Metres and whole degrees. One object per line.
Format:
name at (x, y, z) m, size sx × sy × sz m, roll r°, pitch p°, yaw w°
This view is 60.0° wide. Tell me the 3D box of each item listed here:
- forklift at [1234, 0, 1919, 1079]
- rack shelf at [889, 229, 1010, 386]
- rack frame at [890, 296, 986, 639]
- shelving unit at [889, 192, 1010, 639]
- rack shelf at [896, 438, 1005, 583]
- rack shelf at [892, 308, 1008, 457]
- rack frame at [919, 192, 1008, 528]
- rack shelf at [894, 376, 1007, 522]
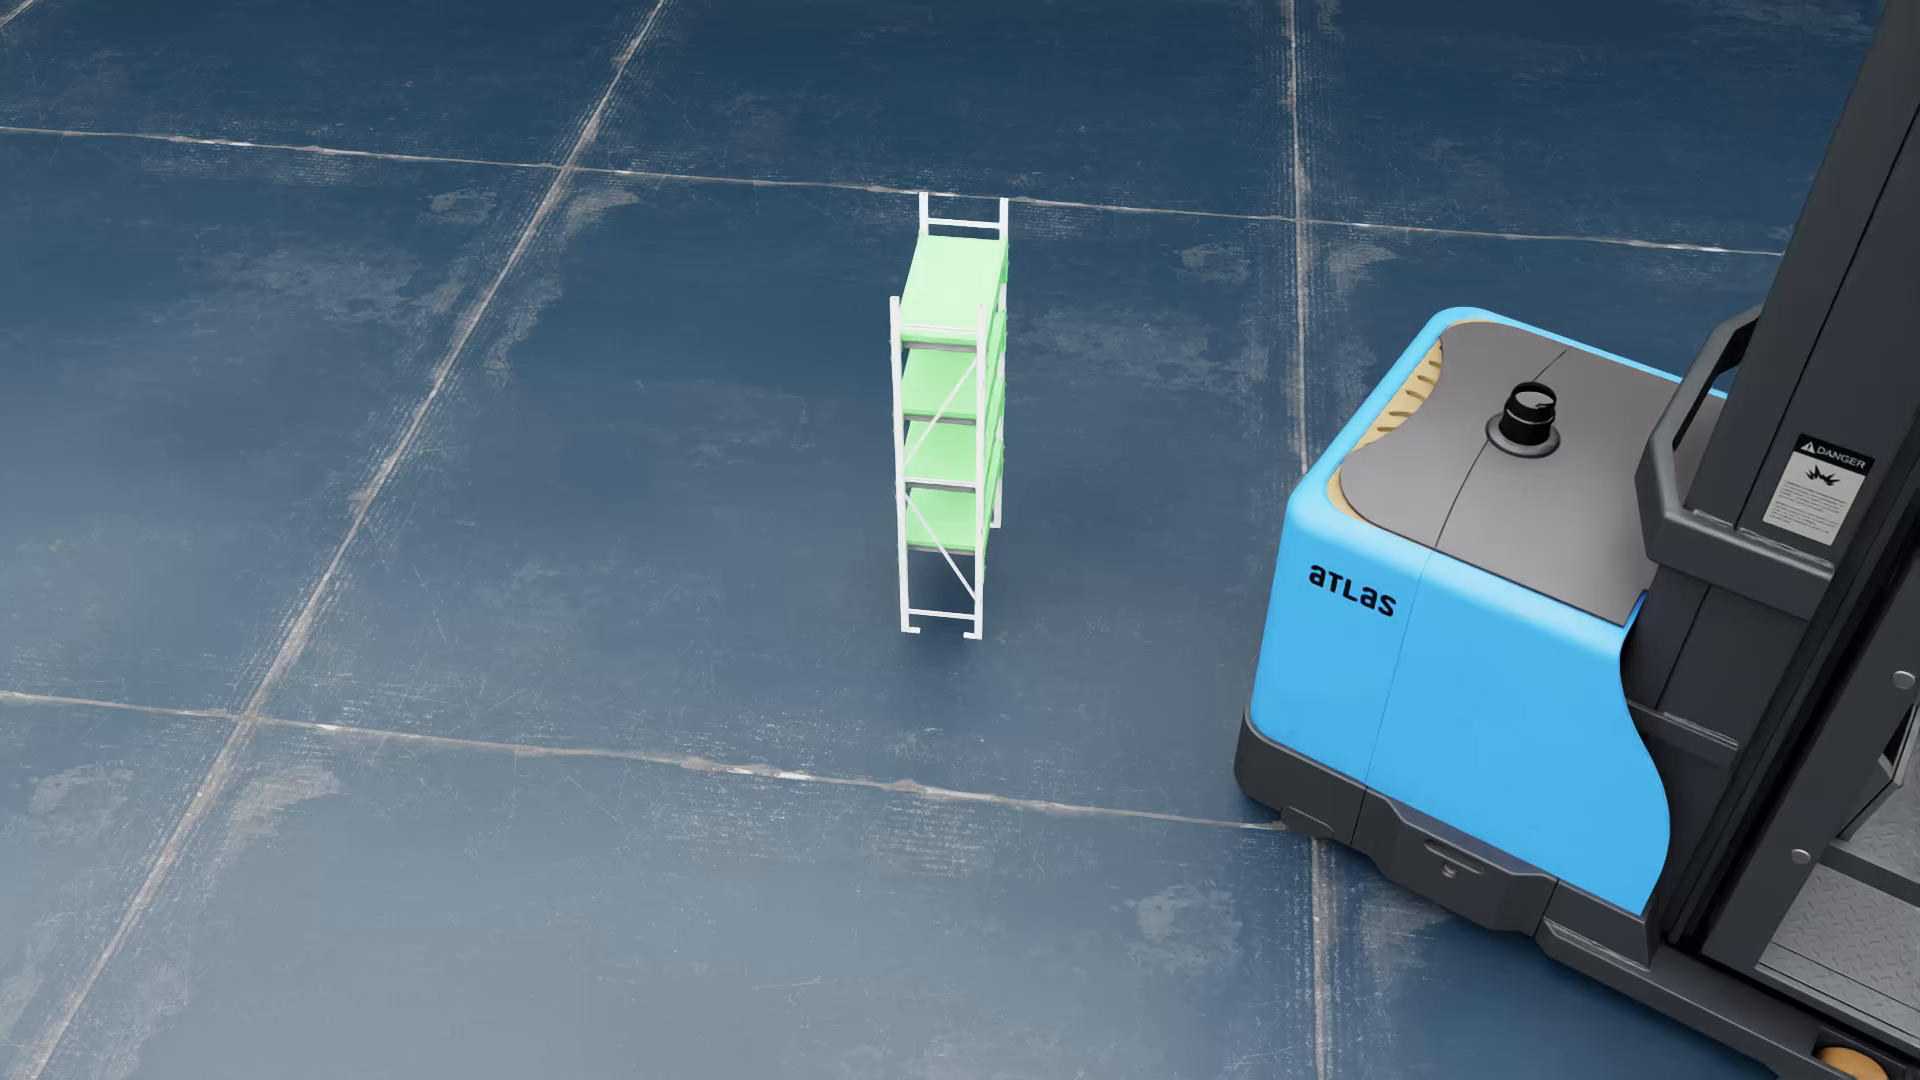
forklift at (2.245, -0.078, 3.201) m, size 3.031 × 2.935 × 1.130 m, roll 25°, pitch 49°, yaw 24°
rack shelf at (-0.022, -0.625, 4.432) m, size 0.258 × 0.148 × 0.480 m, roll 5°, pitch 44°, yaw 6°
rack frame at (-0.054, -0.157, 4.543) m, size 0.240 × 1.200 × 0.015 m, roll 5°, pitch 44°, yaw 6°
shelving unit at (-0.022, -0.323, 4.718) m, size 0.258 × 1.200 × 0.503 m, roll 5°, pitch 44°, yaw 6°
rack shelf at (-0.022, -0.102, 4.927) m, size 0.258 × 0.148 × 0.480 m, roll 5°, pitch 44°, yaw 6°
rack shelf at (-0.022, -0.451, 4.597) m, size 0.258 × 0.148 × 0.480 m, roll 5°, pitch 44°, yaw 6°
rack frame at (0.010, -0.489, 4.894) m, size 0.240 × 1.200 × 0.015 m, roll 5°, pitch 44°, yaw 6°
rack shelf at (-0.022, -0.276, 4.762) m, size 0.258 × 0.148 × 0.480 m, roll 5°, pitch 44°, yaw 6°
